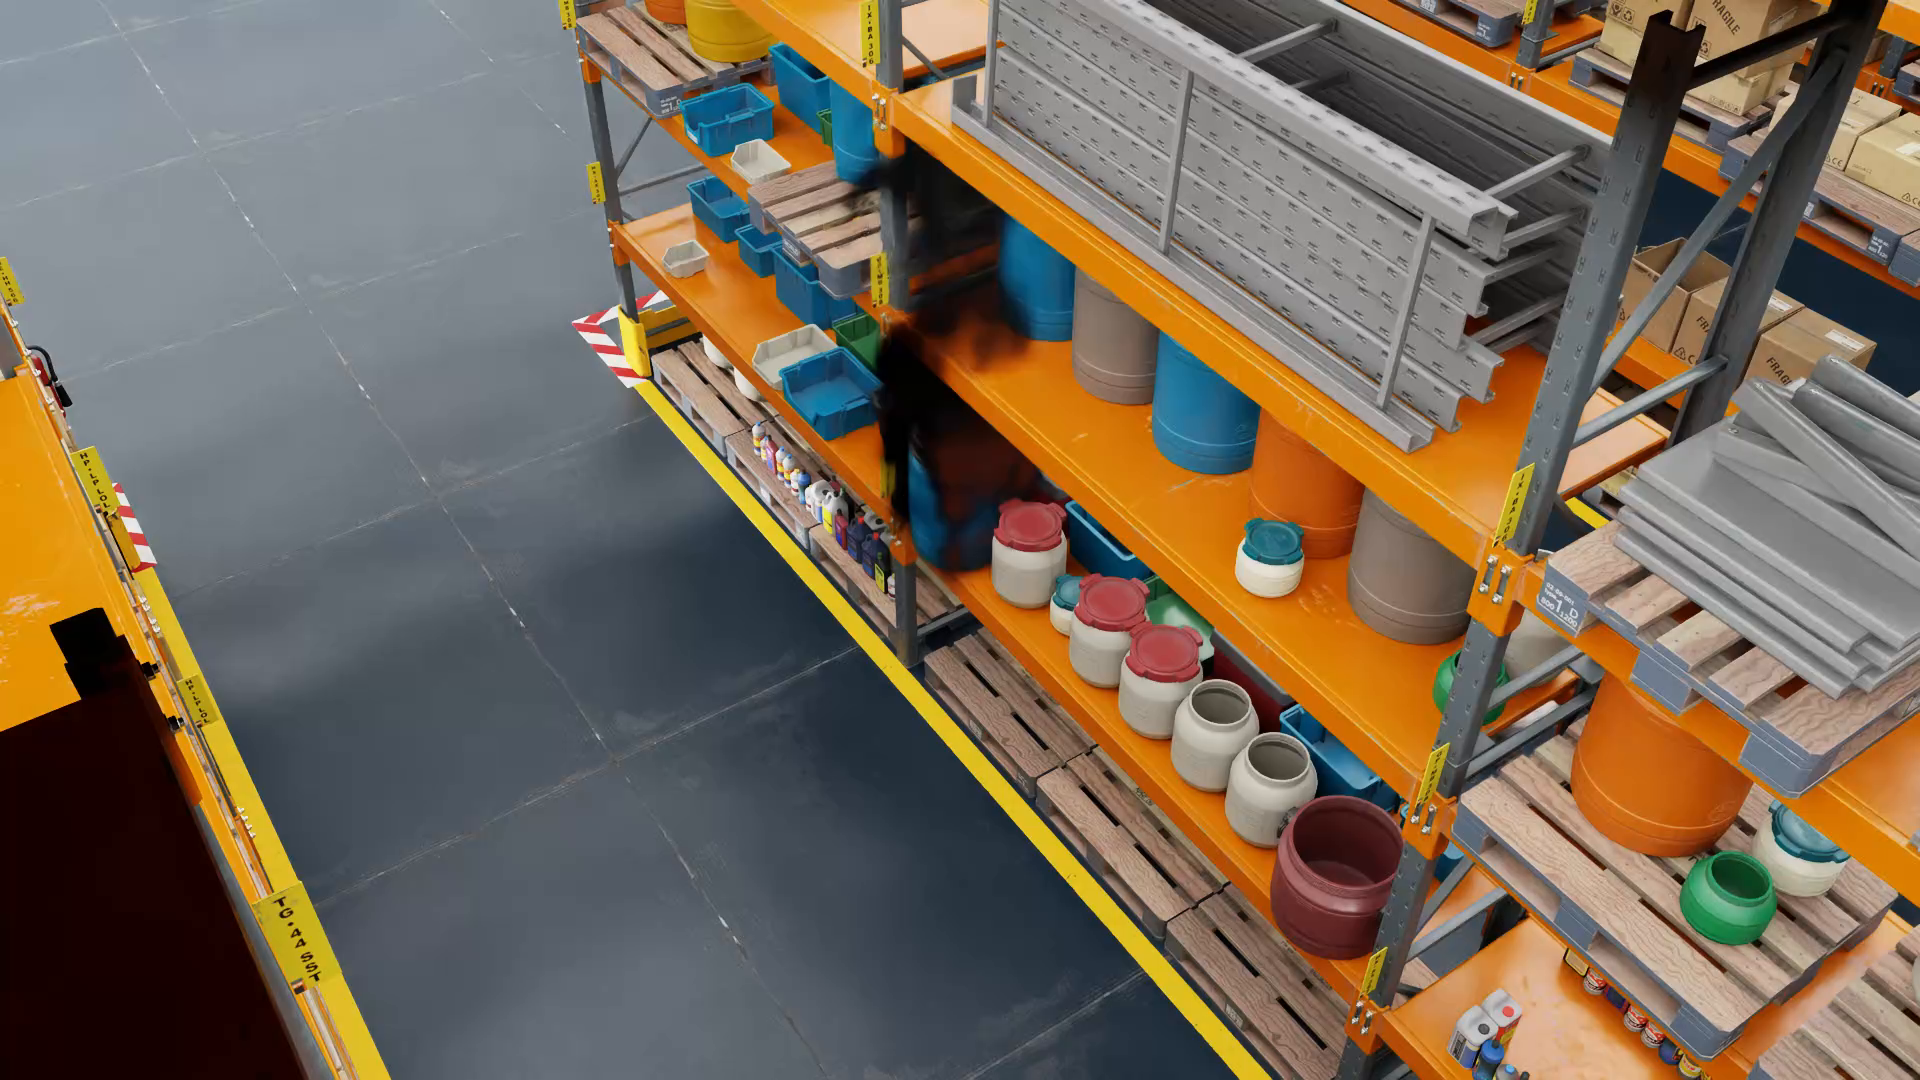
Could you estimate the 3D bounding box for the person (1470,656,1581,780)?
[{"bbox_3d":[3.064,0.892,9.094,0.700,1.779,0.915,-23,47,-23],"label":"person"}]
